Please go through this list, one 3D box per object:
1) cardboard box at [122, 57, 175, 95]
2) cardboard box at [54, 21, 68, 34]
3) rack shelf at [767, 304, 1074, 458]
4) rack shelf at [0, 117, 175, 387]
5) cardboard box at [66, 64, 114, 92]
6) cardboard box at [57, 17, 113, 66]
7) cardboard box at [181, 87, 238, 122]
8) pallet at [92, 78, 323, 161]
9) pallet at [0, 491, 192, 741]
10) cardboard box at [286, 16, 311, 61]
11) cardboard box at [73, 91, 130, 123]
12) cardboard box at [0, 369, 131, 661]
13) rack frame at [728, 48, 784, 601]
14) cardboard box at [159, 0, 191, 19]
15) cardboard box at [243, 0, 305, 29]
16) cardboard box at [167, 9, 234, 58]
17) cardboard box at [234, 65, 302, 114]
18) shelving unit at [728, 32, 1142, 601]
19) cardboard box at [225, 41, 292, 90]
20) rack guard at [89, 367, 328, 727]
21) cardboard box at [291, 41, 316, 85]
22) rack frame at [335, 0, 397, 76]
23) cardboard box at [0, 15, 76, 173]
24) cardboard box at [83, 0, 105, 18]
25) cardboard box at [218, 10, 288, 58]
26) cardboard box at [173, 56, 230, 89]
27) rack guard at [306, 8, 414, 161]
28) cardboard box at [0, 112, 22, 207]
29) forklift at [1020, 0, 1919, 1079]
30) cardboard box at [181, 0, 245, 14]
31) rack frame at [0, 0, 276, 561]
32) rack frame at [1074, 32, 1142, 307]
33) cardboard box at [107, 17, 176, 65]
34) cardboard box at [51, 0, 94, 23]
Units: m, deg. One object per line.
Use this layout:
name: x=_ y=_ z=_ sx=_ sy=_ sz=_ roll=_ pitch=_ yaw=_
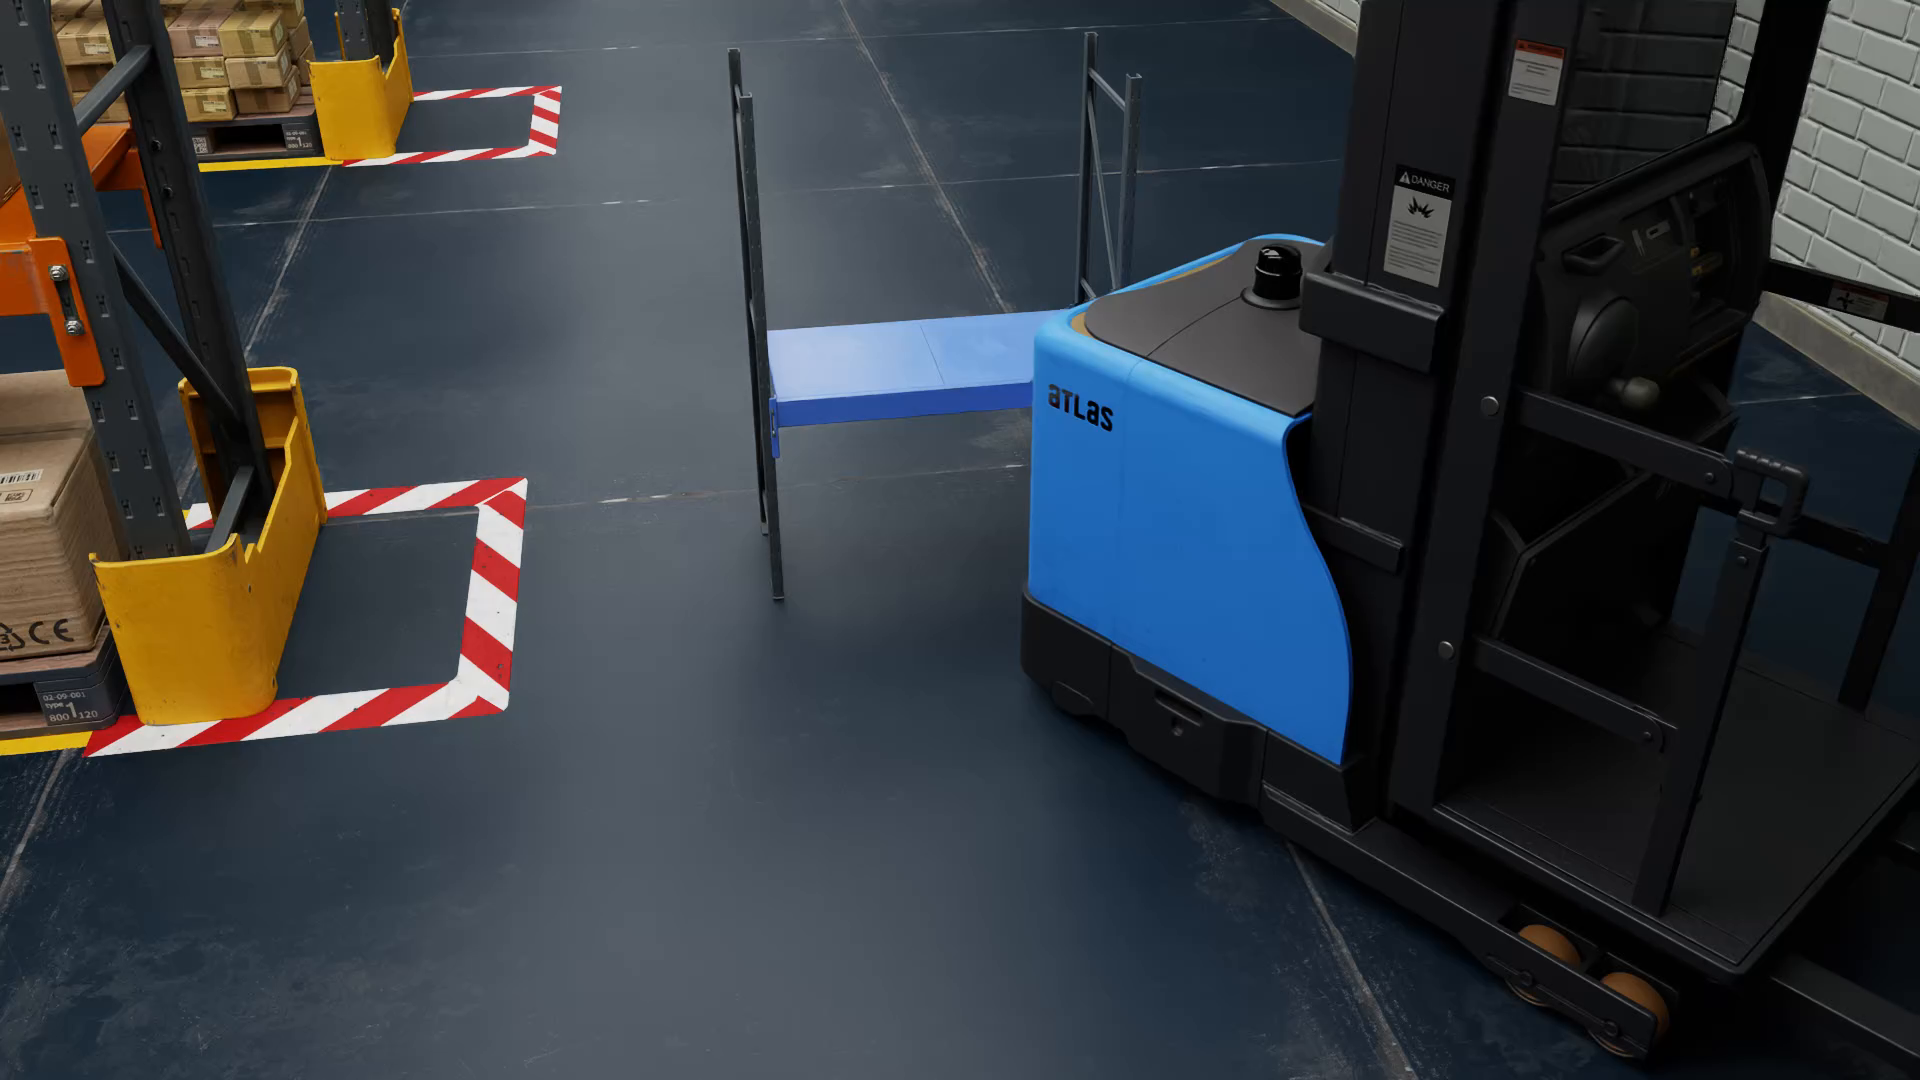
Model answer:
cardboard box: x=-4.117 y=-2.398 z=8.474 sx=0.250 sy=0.149 sz=0.380 roll=-7 pitch=31 yaw=-11
cardboard box: x=-4.623 y=-2.465 z=8.294 sx=0.250 sy=0.149 sz=0.380 roll=-4 pitch=31 yaw=-7
rack shelf: x=-0.084 y=-0.484 z=4.948 sx=1.000 sy=0.185 sz=0.538 roll=-5 pitch=31 yaw=-9
rack shelf: x=-4.114 y=-0.605 z=4.030 sx=4.000 sy=0.370 sz=1.077 roll=-5 pitch=31 yaw=-9
cardboard box: x=-4.399 y=-2.425 z=8.520 sx=0.250 sy=0.149 sz=0.380 roll=-6 pitch=31 yaw=-10
cardboard box: x=-4.369 y=-2.517 z=8.383 sx=0.250 sy=0.149 sz=0.380 roll=-7 pitch=31 yaw=-11
cardboard box: x=-3.853 y=-2.283 z=8.571 sx=0.250 sy=0.149 sz=0.380 roll=-4 pitch=31 yaw=-7
pallet: x=-4.018 y=-2.291 z=8.938 sx=1.213 sy=0.211 sz=1.003 roll=-5 pitch=31 yaw=-9
pallet: x=-2.919 y=0.216 z=4.674 sx=1.213 sy=0.211 sz=1.003 roll=-5 pitch=31 yaw=-9
cardboard box: x=-3.700 y=-2.717 z=9.017 sx=0.250 sy=0.149 sz=0.380 roll=-4 pitch=31 yaw=-7
cardboard box: x=-4.369 y=-2.273 z=8.554 sx=0.250 sy=0.149 sz=0.380 roll=-5 pitch=31 yaw=-8
cardboard box: x=-2.778 y=-0.064 z=4.514 sx=0.875 sy=0.438 sz=0.875 roll=-6 pitch=31 yaw=-11
rack frame: x=-0.584 y=-0.592 z=4.778 sx=0.032 sy=1.500 sz=0.500 roll=-5 pitch=31 yaw=-9
cardboard box: x=-4.235 y=-2.843 z=8.936 sx=0.250 sy=0.149 sz=0.380 roll=-5 pitch=31 yaw=-9
cardboard box: x=-3.715 y=-2.887 z=9.012 sx=0.250 sy=0.149 sz=0.380 roll=-7 pitch=31 yaw=-11
cardboard box: x=-3.871 y=-2.596 z=8.518 sx=0.250 sy=0.149 sz=0.380 roll=-5 pitch=31 yaw=-8
cardboard box: x=-3.618 y=-2.357 z=8.697 sx=0.250 sy=0.149 sz=0.380 roll=-5 pitch=31 yaw=-8
shelving unit: x=-0.084 y=-0.639 z=4.857 sx=1.048 sy=1.500 sz=0.538 roll=-5 pitch=31 yaw=-9
cardboard box: x=-3.606 y=-2.447 z=8.556 sx=0.250 sy=0.149 sz=0.380 roll=-6 pitch=31 yaw=-10
rack guard: x=-2.123 y=-0.023 z=4.795 sx=0.348 sy=0.500 sz=1.175 roll=-5 pitch=31 yaw=-9
cardboard box: x=-3.711 y=-2.621 z=9.146 sx=0.250 sy=0.149 sz=0.380 roll=-5 pitch=31 yaw=-8
rack frame: x=-3.138 y=-3.557 z=8.340 sx=0.127 sy=3.000 sz=1.000 roll=-5 pitch=31 yaw=-9
cardboard box: x=-2.671 y=-1.240 z=4.302 sx=0.500 sy=0.500 sz=0.500 roll=-6 pitch=31 yaw=-9
cardboard box: x=-4.464 y=-2.779 z=8.828 sx=0.250 sy=0.149 sz=0.380 roll=-7 pitch=31 yaw=-11
cardboard box: x=-3.613 y=-2.591 z=8.508 sx=0.250 sy=0.149 sz=0.380 roll=-5 pitch=31 yaw=-8
cardboard box: x=-3.873 y=-2.450 z=8.562 sx=0.250 sy=0.149 sz=0.380 roll=-6 pitch=31 yaw=-10
rack guard: x=-3.213 y=-2.472 z=8.961 sx=0.348 sy=0.500 sz=1.175 roll=-5 pitch=31 yaw=-9
cardboard box: x=-2.574 y=-0.965 z=3.833 sx=0.500 sy=0.500 sz=0.500 roll=-5 pitch=31 yaw=-9
forklift: x=1.542 y=-0.494 z=3.198 sx=1.130 sy=2.935 sz=3.031 roll=-26 pitch=39 yaw=-36
cardboard box: x=-3.964 y=-2.802 z=8.867 sx=0.250 sy=0.149 sz=0.380 roll=-5 pitch=31 yaw=-8
rack frame: x=-2.147 y=-1.098 z=4.158 sx=0.127 sy=3.000 sz=1.000 roll=-5 pitch=31 yaw=-9
rack frame: x=0.416 y=-0.685 z=4.936 sx=0.032 sy=1.500 sz=0.500 roll=-5 pitch=31 yaw=-9
cardboard box: x=-4.102 y=-2.509 z=8.370 sx=0.250 sy=0.149 sz=0.380 roll=-6 pitch=31 yaw=-10
cardboard box: x=-4.739 y=-2.758 z=8.793 sx=0.250 sy=0.149 sz=0.380 roll=-4 pitch=31 yaw=-7
